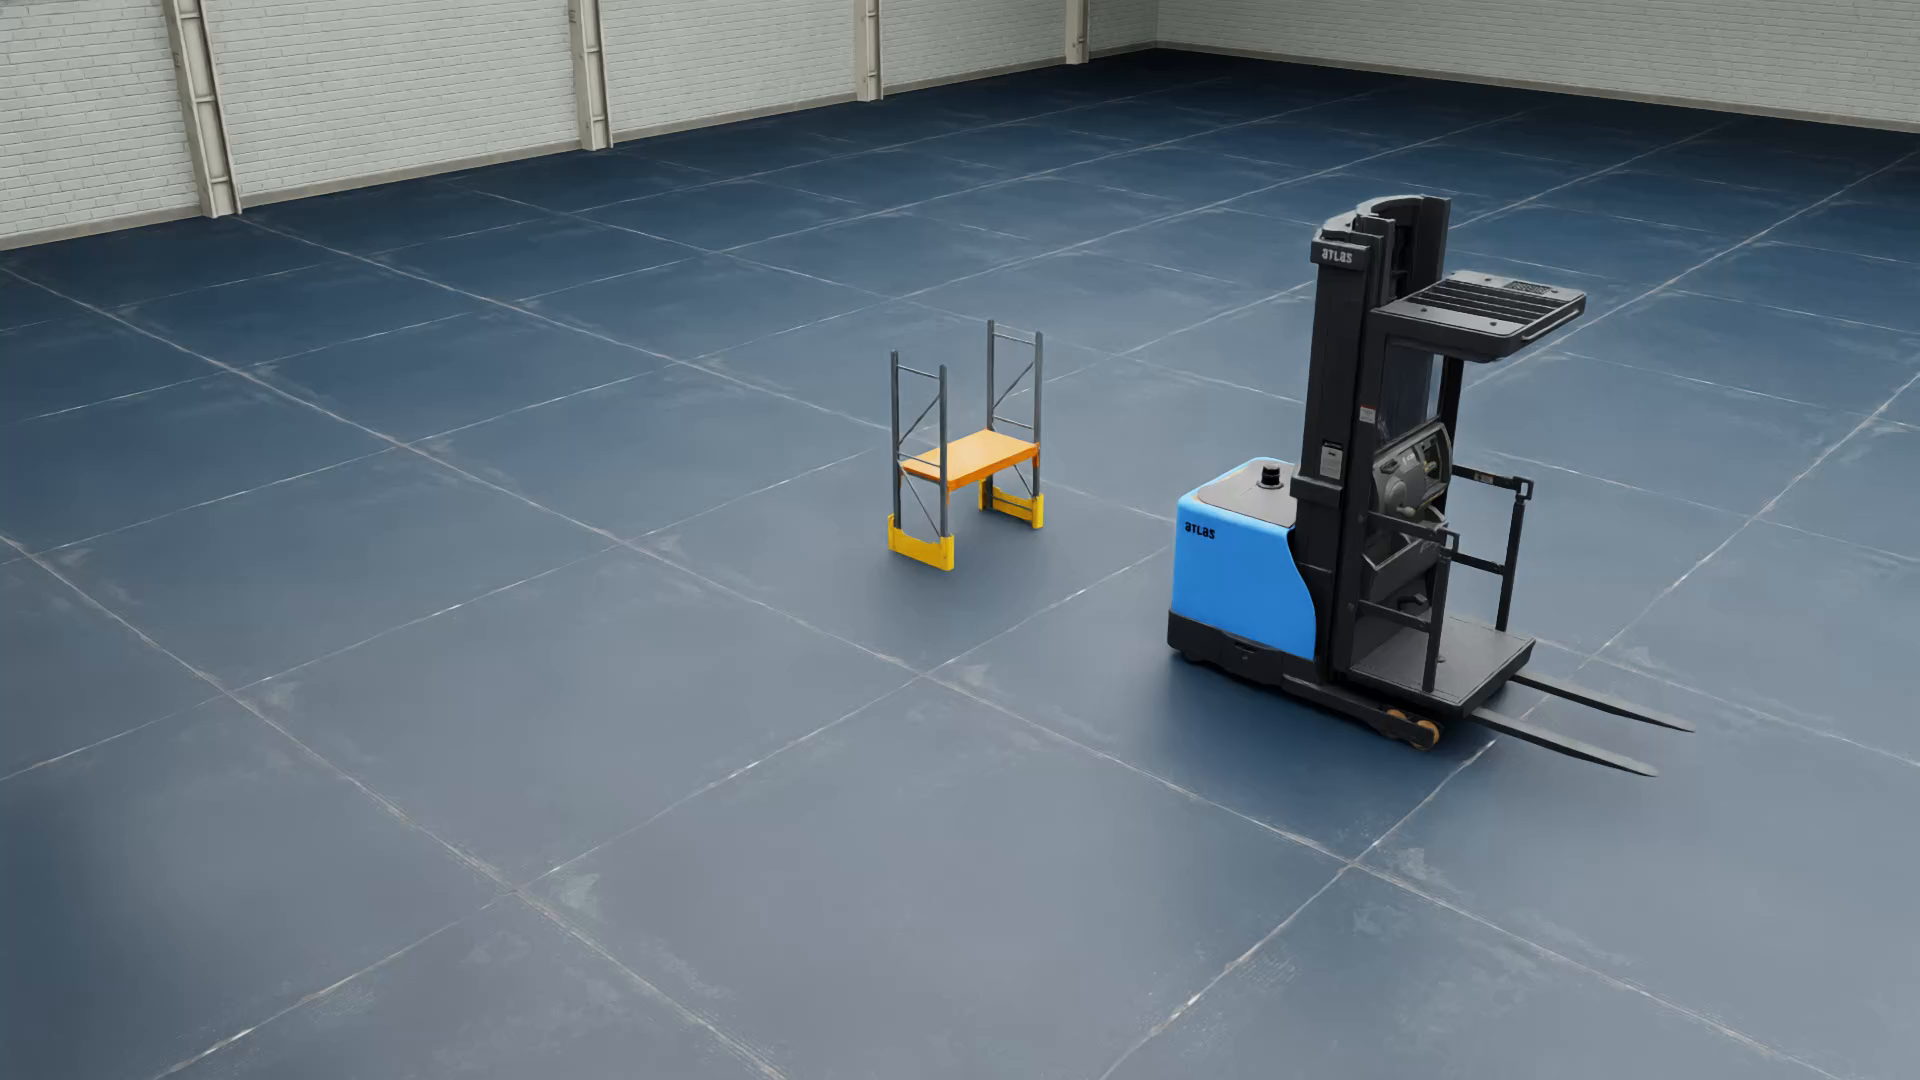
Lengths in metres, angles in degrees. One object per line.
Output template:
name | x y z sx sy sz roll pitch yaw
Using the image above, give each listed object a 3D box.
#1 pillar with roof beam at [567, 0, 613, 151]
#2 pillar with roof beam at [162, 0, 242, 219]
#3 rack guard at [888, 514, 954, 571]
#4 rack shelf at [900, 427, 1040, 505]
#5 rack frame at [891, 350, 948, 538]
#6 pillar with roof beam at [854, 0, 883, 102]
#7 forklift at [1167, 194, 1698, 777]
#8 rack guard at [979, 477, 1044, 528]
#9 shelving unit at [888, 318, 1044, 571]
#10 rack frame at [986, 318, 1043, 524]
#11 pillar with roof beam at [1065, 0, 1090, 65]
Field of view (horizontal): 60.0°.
pillar with roof beam | -2.420 -9.013 21.325 9.100 9.000 0.400 20 31 38
pillar with roof beam | -6.425 -7.185 17.248 9.100 9.000 0.400 20 31 38
rack guard | -0.281 0.014 11.883 0.587 0.250 0.087 20 31 38
rack shelf | 0.057 -0.546 12.046 0.538 0.185 1.000 20 31 38
rack frame | -0.282 -0.555 11.627 0.500 1.500 0.032 20 31 38
pillar with roof beam | 1.584 -10.841 25.402 9.100 9.000 0.400 20 31 38
forklift | 2.769 -0.377 9.479 3.031 2.935 1.130 19 30 36
rack guard | 0.383 -0.289 12.560 0.587 0.250 0.087 20 31 38
shelving unit | 0.051 -0.708 11.966 0.587 1.500 1.083 20 31 38
rack frame | 0.396 -0.865 12.318 0.500 1.500 0.032 20 31 38
pillar with roof beam | 5.589 -12.669 29.479 9.100 9.000 0.400 20 31 38
